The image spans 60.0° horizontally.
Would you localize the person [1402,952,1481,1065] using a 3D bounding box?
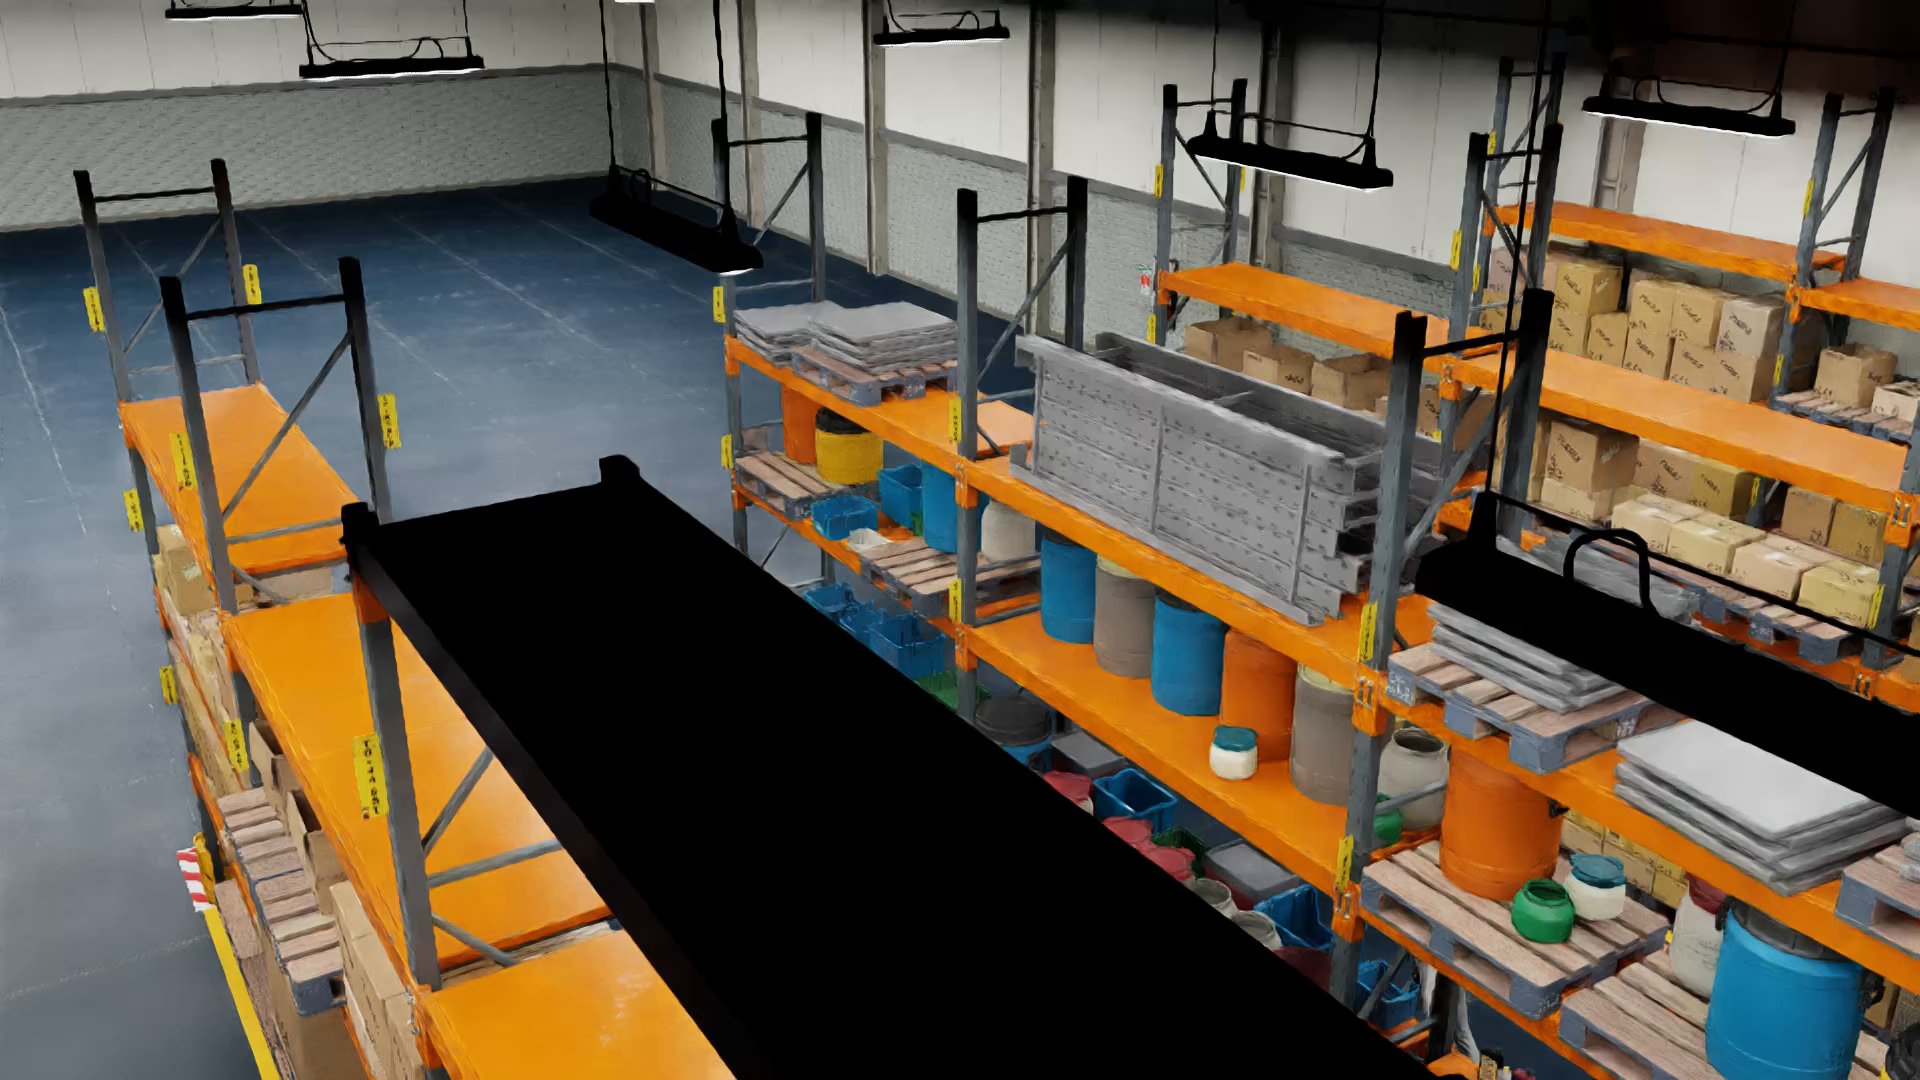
[{"bbox_3d":[3.321,3.048,11.611,0.495,1.589,1.086,-12,25,-27],"label":"person"}]
